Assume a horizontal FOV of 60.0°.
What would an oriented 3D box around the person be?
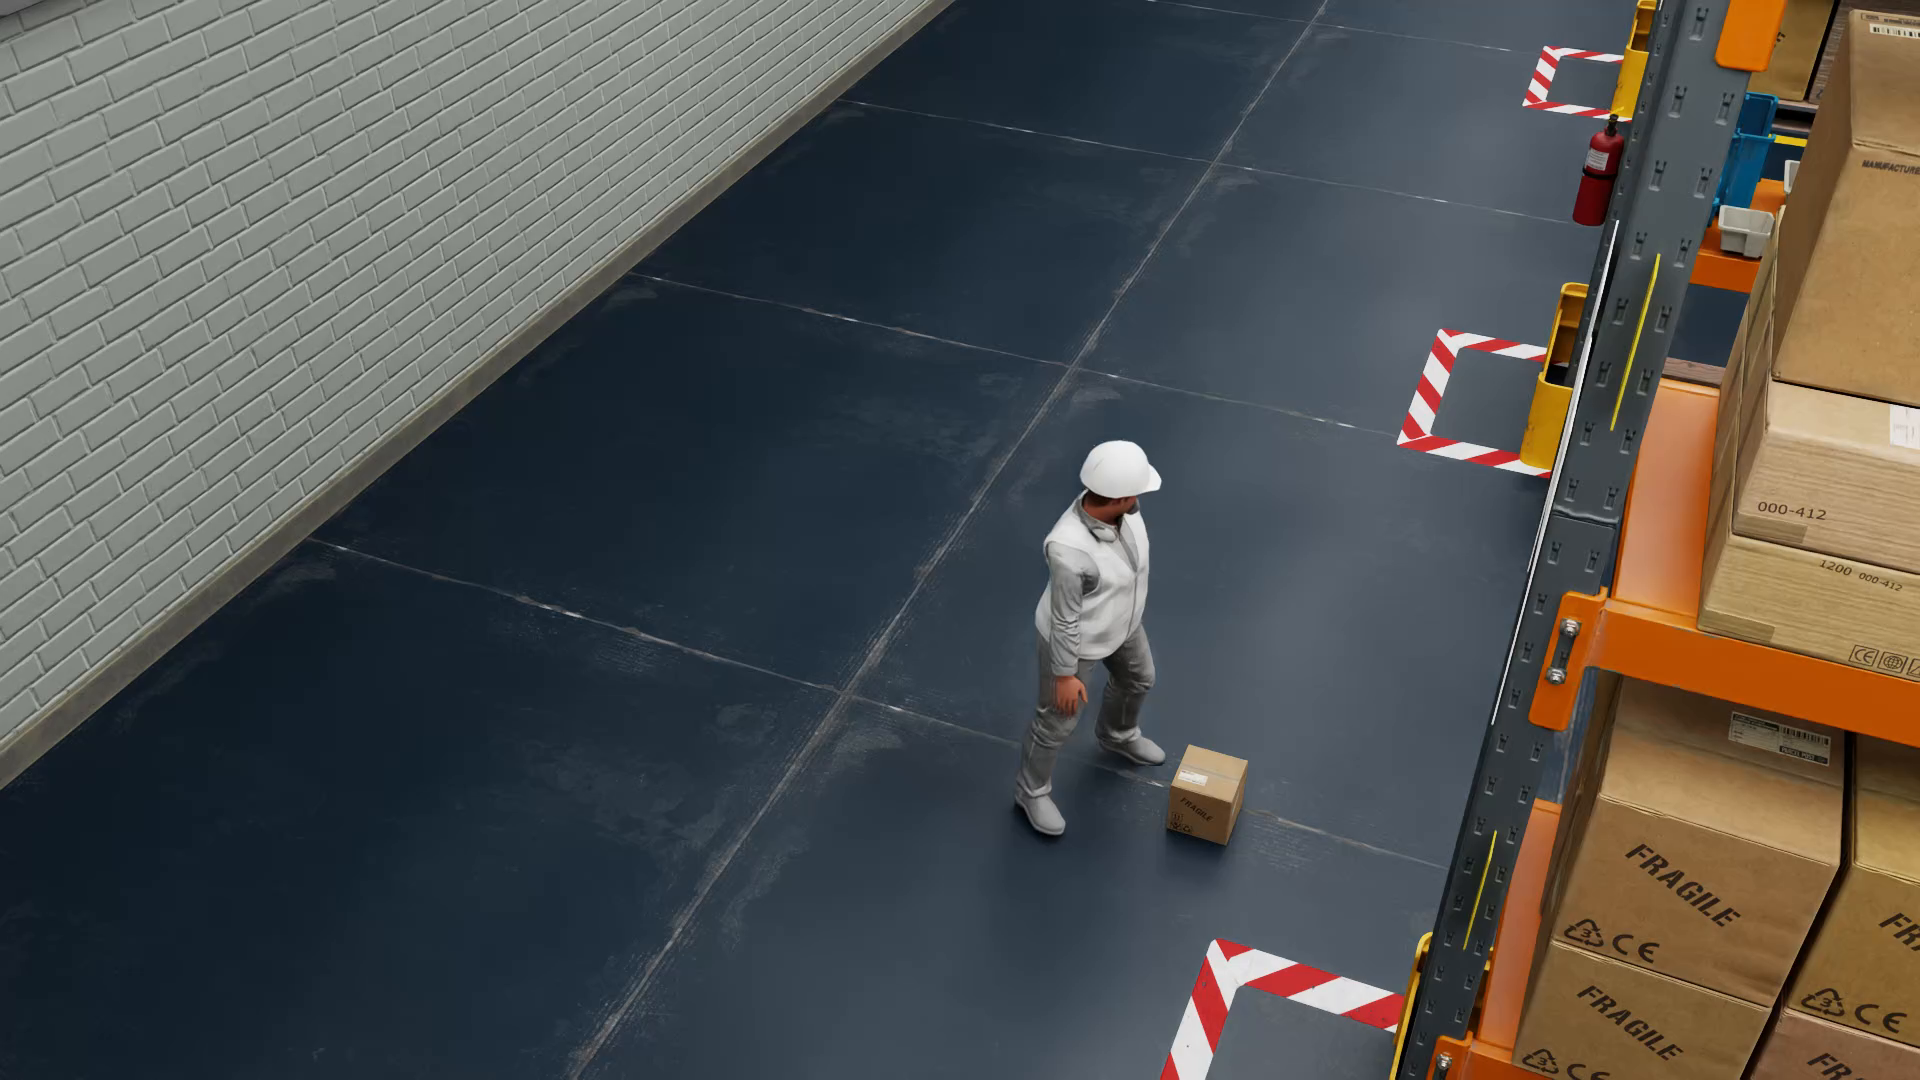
[{"bbox_3d":[0.524,0.323,6.370,0.430,1.792,0.729,24,44,28],"label":"person"}]
